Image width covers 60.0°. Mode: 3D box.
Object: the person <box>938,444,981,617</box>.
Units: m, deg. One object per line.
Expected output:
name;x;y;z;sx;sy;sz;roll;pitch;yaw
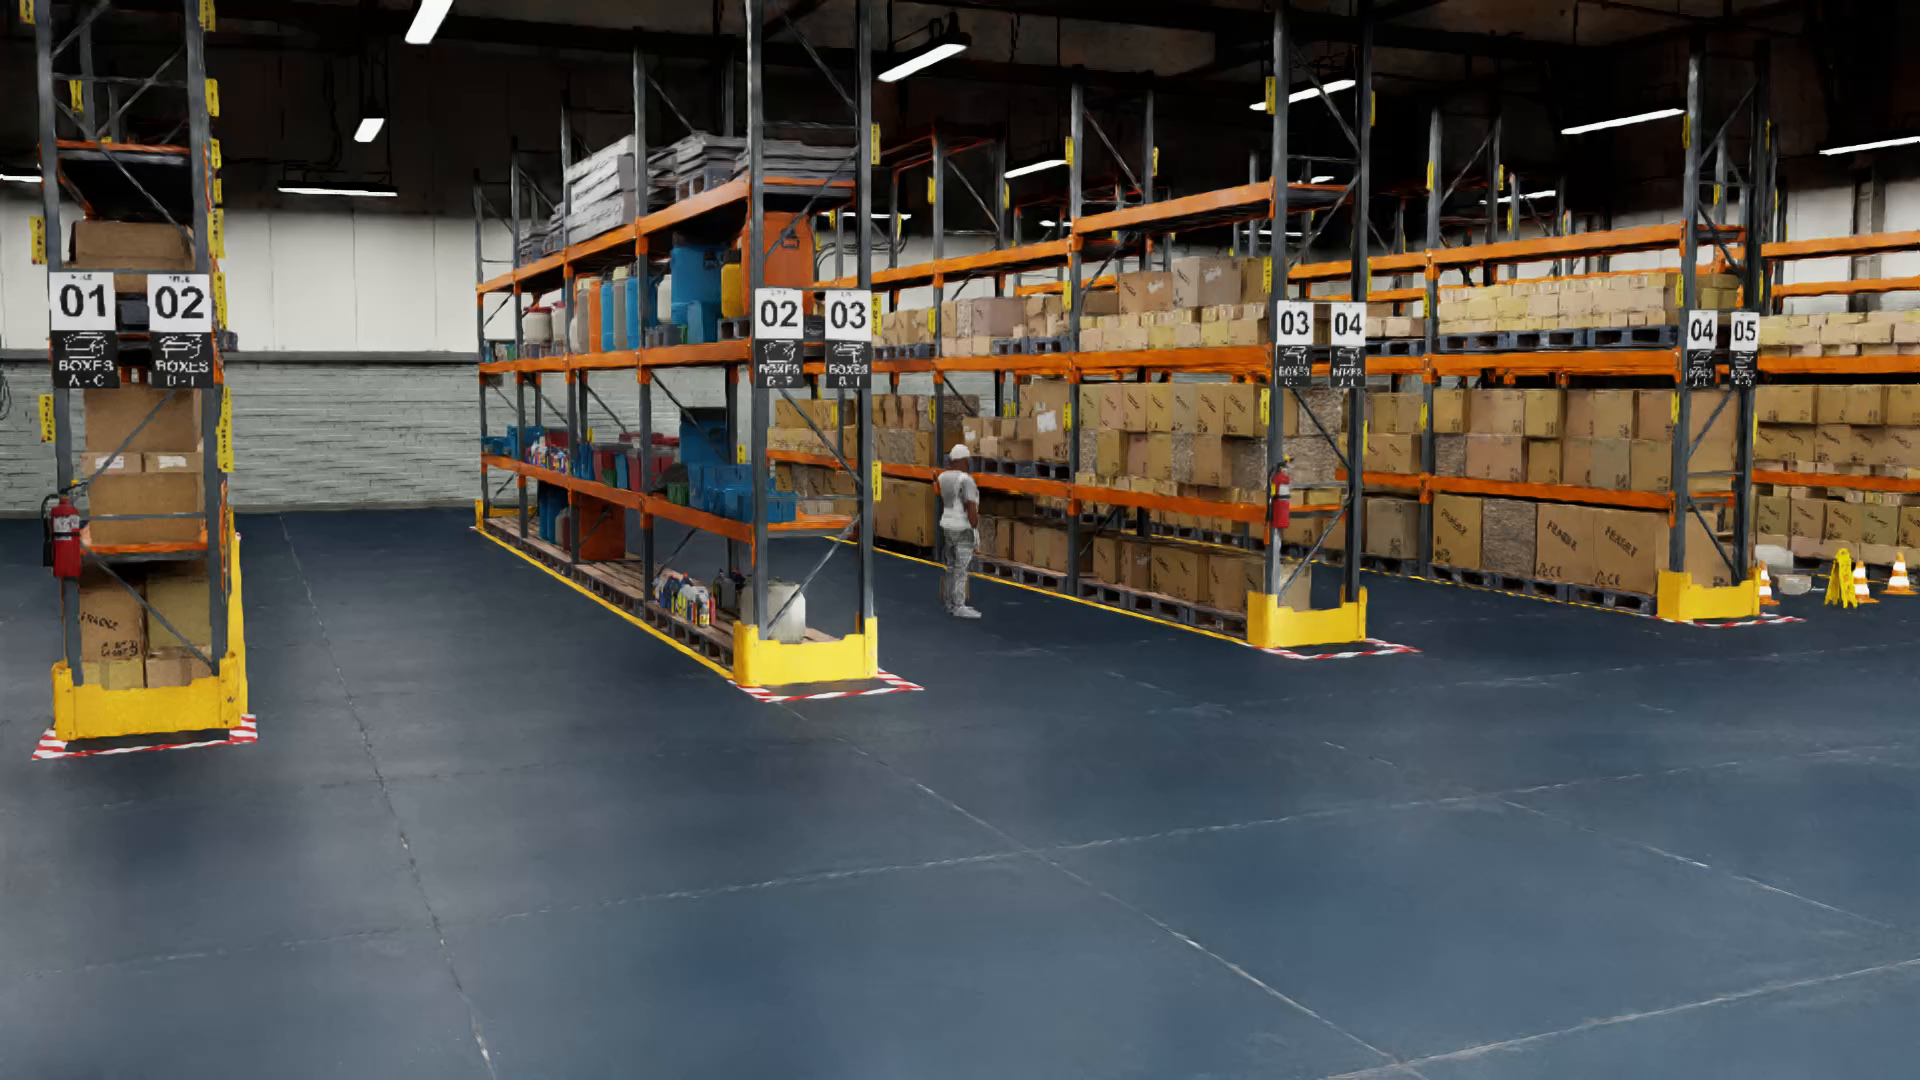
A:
person;0.016;-0.108;17.433;0.391;1.791;0.632;-3;6;-29
